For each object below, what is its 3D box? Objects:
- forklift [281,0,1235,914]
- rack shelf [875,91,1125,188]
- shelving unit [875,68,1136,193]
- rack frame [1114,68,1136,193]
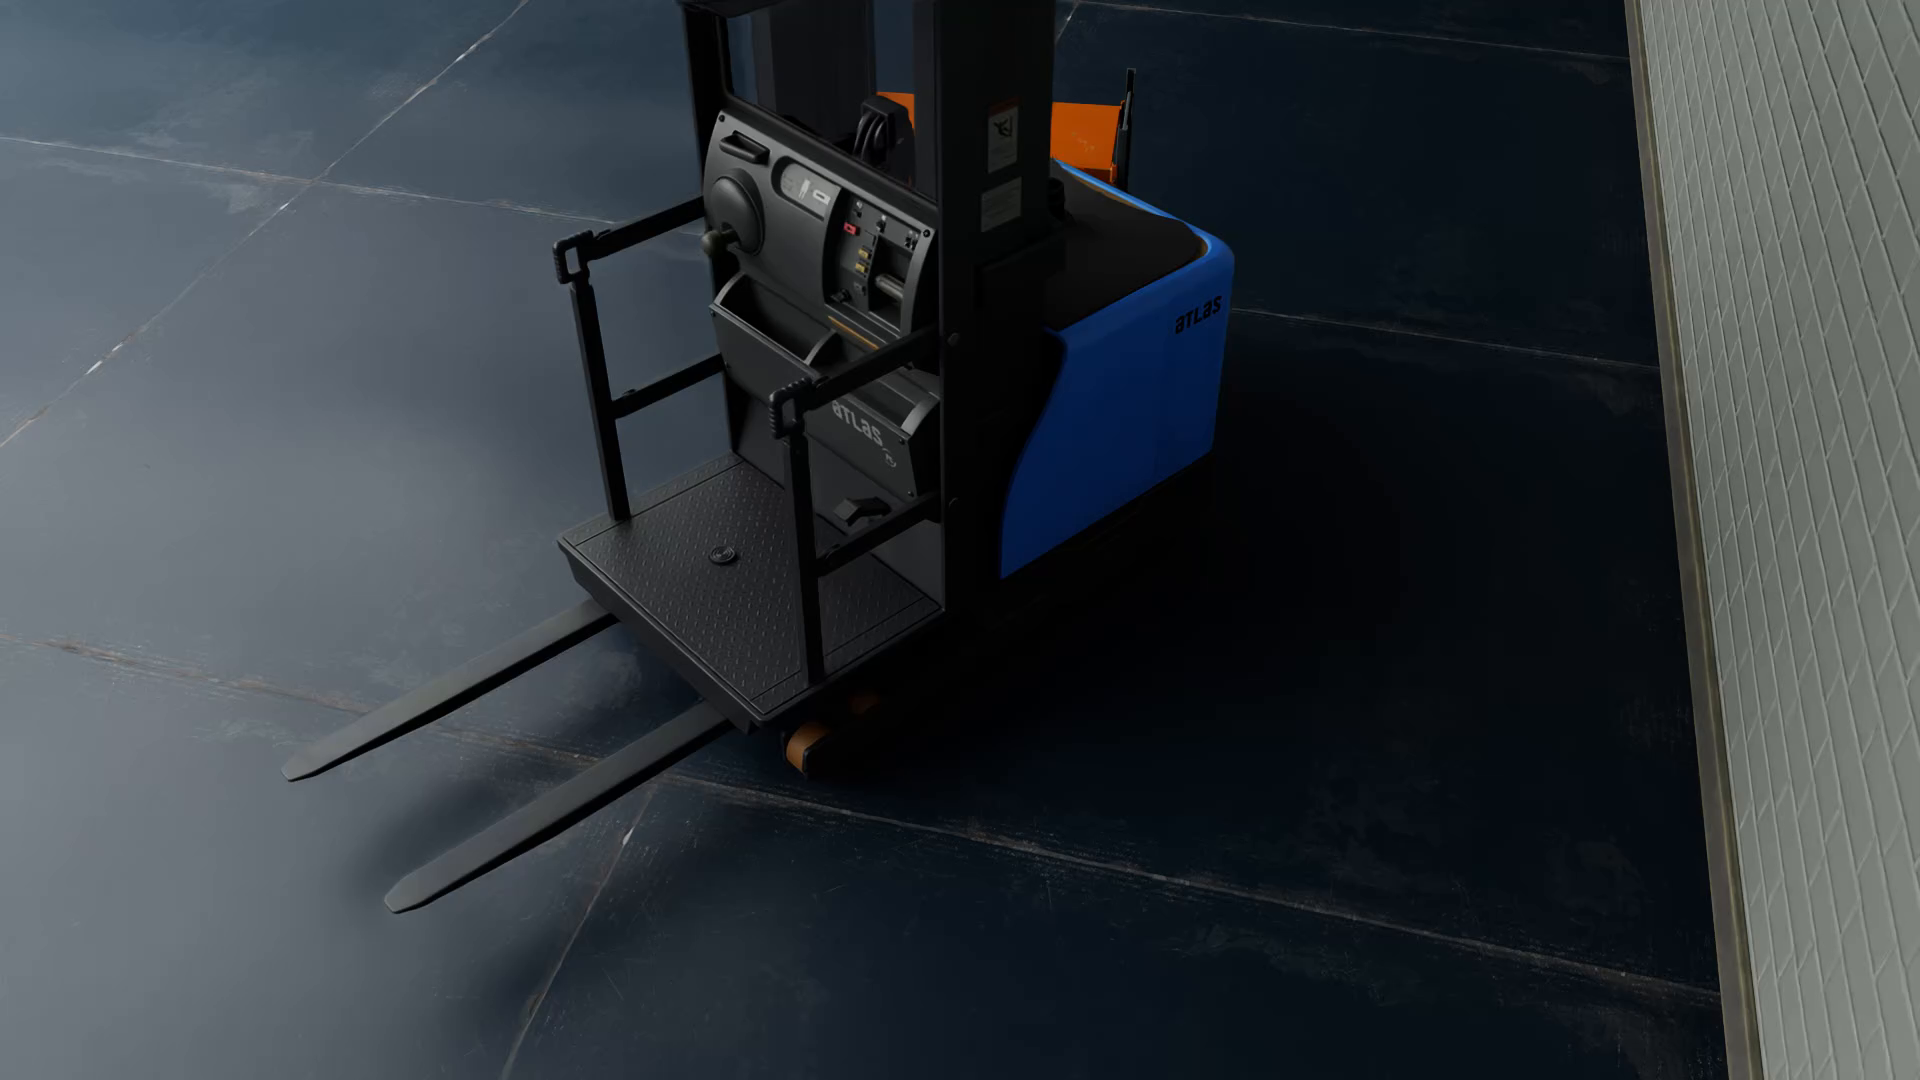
[{"bbox_3d":[-0.554,-0.807,4.431,3.031,2.935,1.130,-30,49,-31],"label":"forklift"},{"bbox_3d":[0.086,-1.395,6.081,1.000,0.278,0.538,5,40,6],"label":"rack shelf"},{"bbox_3d":[0.086,-1.171,6.269,1.048,1.125,0.538,5,40,6],"label":"shelving unit"},{"bbox_3d":[0.589,-1.124,6.214,0.032,1.125,0.500,5,40,6],"label":"rack frame"}]
